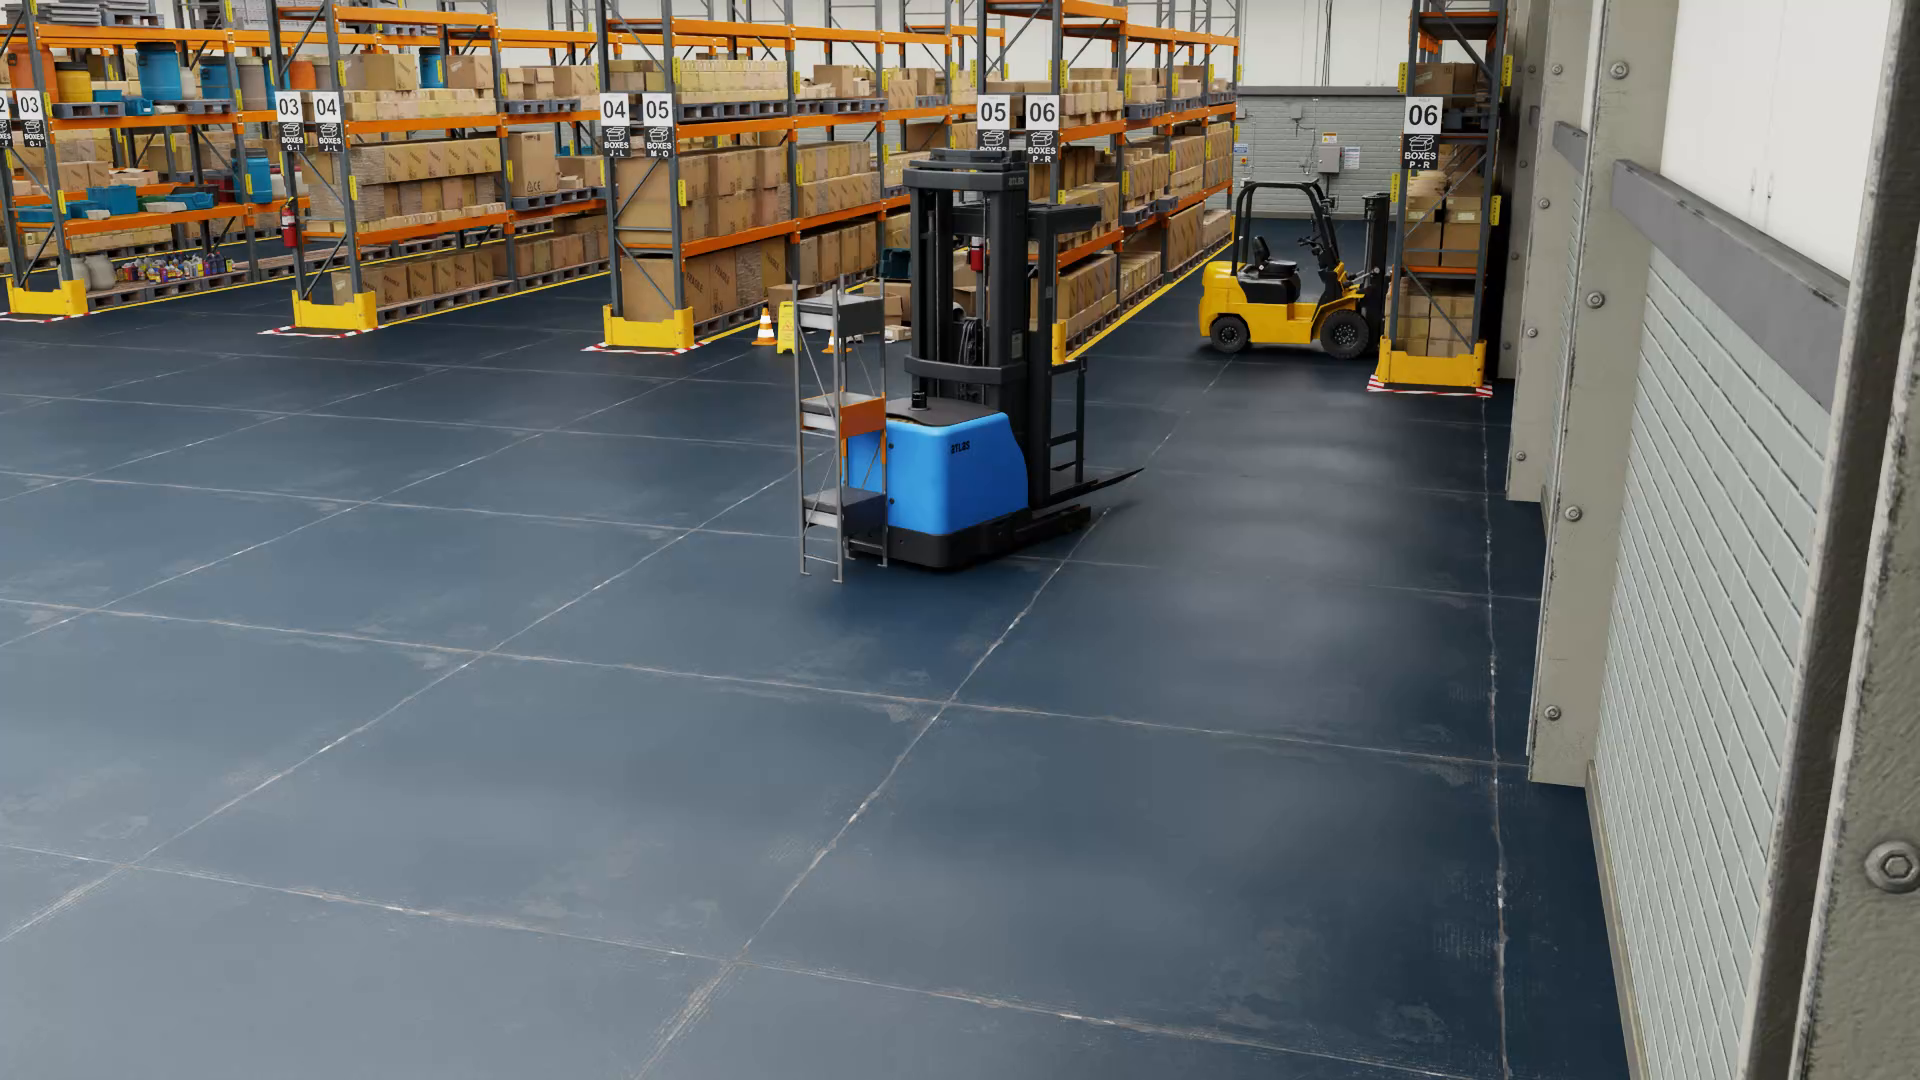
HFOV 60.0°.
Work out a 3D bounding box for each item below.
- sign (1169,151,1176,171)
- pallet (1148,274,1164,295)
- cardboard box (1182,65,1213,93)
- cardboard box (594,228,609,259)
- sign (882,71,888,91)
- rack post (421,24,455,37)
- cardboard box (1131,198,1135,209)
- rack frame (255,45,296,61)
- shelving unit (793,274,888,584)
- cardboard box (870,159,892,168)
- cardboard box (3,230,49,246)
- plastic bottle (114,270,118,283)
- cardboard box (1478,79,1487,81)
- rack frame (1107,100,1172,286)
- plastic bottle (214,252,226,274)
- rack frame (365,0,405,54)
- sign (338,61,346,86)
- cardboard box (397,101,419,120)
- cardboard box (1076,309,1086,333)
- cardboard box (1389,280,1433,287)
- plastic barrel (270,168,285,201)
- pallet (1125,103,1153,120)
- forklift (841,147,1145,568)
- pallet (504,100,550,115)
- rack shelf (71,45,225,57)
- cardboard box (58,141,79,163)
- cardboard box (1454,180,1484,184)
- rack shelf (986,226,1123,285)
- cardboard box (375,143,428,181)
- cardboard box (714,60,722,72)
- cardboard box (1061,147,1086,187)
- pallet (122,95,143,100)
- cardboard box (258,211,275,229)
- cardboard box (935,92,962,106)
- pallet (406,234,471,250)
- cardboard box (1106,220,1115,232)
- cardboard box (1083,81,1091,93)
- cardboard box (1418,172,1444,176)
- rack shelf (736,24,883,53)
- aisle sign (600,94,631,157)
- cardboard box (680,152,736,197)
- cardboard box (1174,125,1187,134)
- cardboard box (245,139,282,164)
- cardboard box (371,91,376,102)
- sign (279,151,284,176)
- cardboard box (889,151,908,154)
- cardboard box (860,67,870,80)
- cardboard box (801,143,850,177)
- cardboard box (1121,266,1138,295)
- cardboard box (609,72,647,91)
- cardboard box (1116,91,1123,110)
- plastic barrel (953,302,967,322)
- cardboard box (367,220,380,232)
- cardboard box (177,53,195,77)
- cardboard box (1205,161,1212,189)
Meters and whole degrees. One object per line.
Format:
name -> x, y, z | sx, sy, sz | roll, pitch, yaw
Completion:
sign -> 3.492, -6.236, 27.342 | 0.100, 0.325, 0.005 | 5, 16, 16
pallet -> 2.746, -4.211, 27.289 | 1.003, 0.211, 1.213 | 5, 16, 16
cardboard box -> 4.475, -8.682, 31.310 | 0.500, 0.500, 0.500 | 5, 17, 17
cardboard box -> -6.703, -5.358, 29.996 | 0.700, 0.500, 0.500 | 4, 16, 13
sign -> -1.276, -7.799, 28.239 | 0.100, 0.325, 0.005 | 5, 16, 16
rack post -> -10.597, -10.062, 32.730 | 0.937, 0.300, 0.954 | 7, 17, 22
cardboard box -> 2.372, -4.976, 24.568 | 0.380, 0.149, 0.250 | 5, 17, 17
rack frame -> -14.892, -11.227, 35.921 | 1.000, 3.000, 0.127 | 5, 16, 16
shelving unit -> -0.837, -0.789, 11.765 | 0.431, 2.100, 0.503 | 12, 20, 36
cardboard box -> -1.414, -6.658, 29.407 | 0.380, 0.149, 0.250 | 4, 16, 14
cardboard box -> -16.809, -5.486, 29.915 | 0.500, 0.311, 0.500 | 5, 16, 16
plastic bottle -> -13.453, -4.196, 26.449 | 0.097, 0.201, 0.097 | 0, 16, 0
cardboard box -> 8.099, -7.154, 26.056 | 0.380, 0.149, 0.250 | 4, 16, 14
rack frame -> 2.969, -5.757, 27.629 | 1.000, 3.000, 0.127 | 5, 16, 16
plastic bottle -> -12.324, -4.609, 27.632 | 0.144, 0.351, 0.185 | 4, 16, 14
rack frame -> -13.755, -12.274, 39.611 | 1.000, 3.000, 0.127 | 5, 16, 16
sign -> -8.285, -6.254, 22.283 | 0.100, 0.325, 0.005 | 5, 16, 16
cardboard box -> -8.136, -6.174, 23.877 | 0.500, 0.250, 0.500 | 5, 16, 16
cardboard box -> 1.343, -2.866, 21.705 | 0.500, 0.250, 0.500 | 5, 17, 18
cardboard box -> 5.561, -3.052, 20.529 | 0.500, 0.250, 0.500 | 5, 17, 17
plastic barrel -> -11.935, -6.162, 28.807 | 0.433, 0.535, 0.433 | 0, 16, 0
pallet -> 2.110, -6.216, 24.096 | 1.213, 0.211, 1.003 | 5, 16, 16
forklift -> 0.387, -1.546, 12.908 | 1.130, 2.935, 3.031 | 12, 20, 36
pallet -> -7.391, -6.985, 26.805 | 1.213, 0.211, 1.003 | 5, 16, 16
rack shelf -> -19.074, -11.595, 39.270 | 1.077, 0.370, 4.000 | 5, 16, 16
cardboard box -> -19.819, -8.520, 36.605 | 0.500, 0.500, 0.500 | 5, 16, 16
cardboard box -> 6.618, -4.590, 21.598 | 0.380, 0.149, 0.250 | 4, 16, 15
rack shelf -> 1.264, -3.841, 22.193 | 1.077, 0.370, 4.000 | 5, 16, 16
cardboard box -> -8.098, -5.489, 24.122 | 0.500, 0.500, 0.500 | 5, 16, 16
cardboard box -> -3.389, -6.306, 22.114 | 0.380, 0.149, 0.250 | 4, 16, 15
cardboard box -> 1.334, -5.152, 22.937 | 0.700, 0.500, 0.500 | 5, 17, 16
pallet -> -16.136, -8.462, 32.016 | 1.213, 0.211, 1.003 | 5, 17, 18
cardboard box -> -15.049, -6.939, 35.571 | 0.500, 0.500, 0.500 | 5, 17, 17
cardboard box -> -0.284, -8.632, 32.545 | 0.500, 0.250, 0.500 | 5, 17, 19
pallet -> -10.748, -6.096, 33.933 | 1.003, 0.211, 1.213 | 5, 16, 16
cardboard box -> 1.969, -4.416, 23.362 | 0.380, 0.149, 0.250 | 5, 17, 17
cardboard box -> 1.453, -5.769, 21.173 | 0.380, 0.149, 0.250 | 5, 17, 17
cardboard box -> 7.282, -5.603, 25.713 | 0.380, 0.149, 0.250 | 5, 17, 17
rack shelf -> -2.374, -7.939, 26.378 | 1.077, 0.370, 4.000 | 5, 16, 16
aisle sign -> -4.387, -5.277, 21.172 | 0.394, 0.787, 0.004 | 5, 16, 16
cardboard box -> -3.579, -4.994, 22.686 | 0.875, 0.550, 0.550 | 5, 16, 16
cardboard box -> 4.148, -7.875, 31.892 | 0.380, 0.149, 0.250 | 5, 16, 16
cardboard box -> -15.241, -8.485, 36.293 | 0.700, 0.500, 0.500 | -1, 16, -3
cardboard box -> -8.386, -6.185, 23.186 | 0.380, 0.149, 0.250 | 4, 16, 15
sign -> -9.332, -5.190, 22.928 | 0.100, 0.325, 0.005 | 5, 16, 16
cardboard box -> -1.222, -7.461, 32.237 | 0.380, 0.149, 0.250 | 6, 17, 19
cardboard box -> -1.808, -8.235, 29.283 | 0.396, 0.266, 0.258 | 5, 16, 16
cardboard box -> -2.229, -6.260, 27.387 | 0.700, 0.500, 0.500 | 4, 16, 15
cardboard box -> 2.180, -3.974, 25.389 | 0.950, 0.372, 0.625 | 6, 17, 19
cardboard box -> -4.208, -5.935, 21.538 | 0.500, 0.250, 0.500 | 5, 17, 17
cardboard box -> 1.965, -6.088, 23.028 | 0.500, 0.250, 0.500 | 4, 16, 15
plastic barrel -> -0.169, -3.082, 22.921 | 0.421, 0.421, 0.512 | -10, 19, -32
cardboard box -> -8.407, -4.432, 23.417 | 0.380, 0.149, 0.250 | 5, 16, 16
cardboard box -> -15.754, -9.514, 33.362 | 0.500, 0.500, 0.500 | 5, 16, 16
cardboard box -> 4.490, -6.954, 31.666 | 0.500, 0.500, 0.500 | 5, 17, 18
